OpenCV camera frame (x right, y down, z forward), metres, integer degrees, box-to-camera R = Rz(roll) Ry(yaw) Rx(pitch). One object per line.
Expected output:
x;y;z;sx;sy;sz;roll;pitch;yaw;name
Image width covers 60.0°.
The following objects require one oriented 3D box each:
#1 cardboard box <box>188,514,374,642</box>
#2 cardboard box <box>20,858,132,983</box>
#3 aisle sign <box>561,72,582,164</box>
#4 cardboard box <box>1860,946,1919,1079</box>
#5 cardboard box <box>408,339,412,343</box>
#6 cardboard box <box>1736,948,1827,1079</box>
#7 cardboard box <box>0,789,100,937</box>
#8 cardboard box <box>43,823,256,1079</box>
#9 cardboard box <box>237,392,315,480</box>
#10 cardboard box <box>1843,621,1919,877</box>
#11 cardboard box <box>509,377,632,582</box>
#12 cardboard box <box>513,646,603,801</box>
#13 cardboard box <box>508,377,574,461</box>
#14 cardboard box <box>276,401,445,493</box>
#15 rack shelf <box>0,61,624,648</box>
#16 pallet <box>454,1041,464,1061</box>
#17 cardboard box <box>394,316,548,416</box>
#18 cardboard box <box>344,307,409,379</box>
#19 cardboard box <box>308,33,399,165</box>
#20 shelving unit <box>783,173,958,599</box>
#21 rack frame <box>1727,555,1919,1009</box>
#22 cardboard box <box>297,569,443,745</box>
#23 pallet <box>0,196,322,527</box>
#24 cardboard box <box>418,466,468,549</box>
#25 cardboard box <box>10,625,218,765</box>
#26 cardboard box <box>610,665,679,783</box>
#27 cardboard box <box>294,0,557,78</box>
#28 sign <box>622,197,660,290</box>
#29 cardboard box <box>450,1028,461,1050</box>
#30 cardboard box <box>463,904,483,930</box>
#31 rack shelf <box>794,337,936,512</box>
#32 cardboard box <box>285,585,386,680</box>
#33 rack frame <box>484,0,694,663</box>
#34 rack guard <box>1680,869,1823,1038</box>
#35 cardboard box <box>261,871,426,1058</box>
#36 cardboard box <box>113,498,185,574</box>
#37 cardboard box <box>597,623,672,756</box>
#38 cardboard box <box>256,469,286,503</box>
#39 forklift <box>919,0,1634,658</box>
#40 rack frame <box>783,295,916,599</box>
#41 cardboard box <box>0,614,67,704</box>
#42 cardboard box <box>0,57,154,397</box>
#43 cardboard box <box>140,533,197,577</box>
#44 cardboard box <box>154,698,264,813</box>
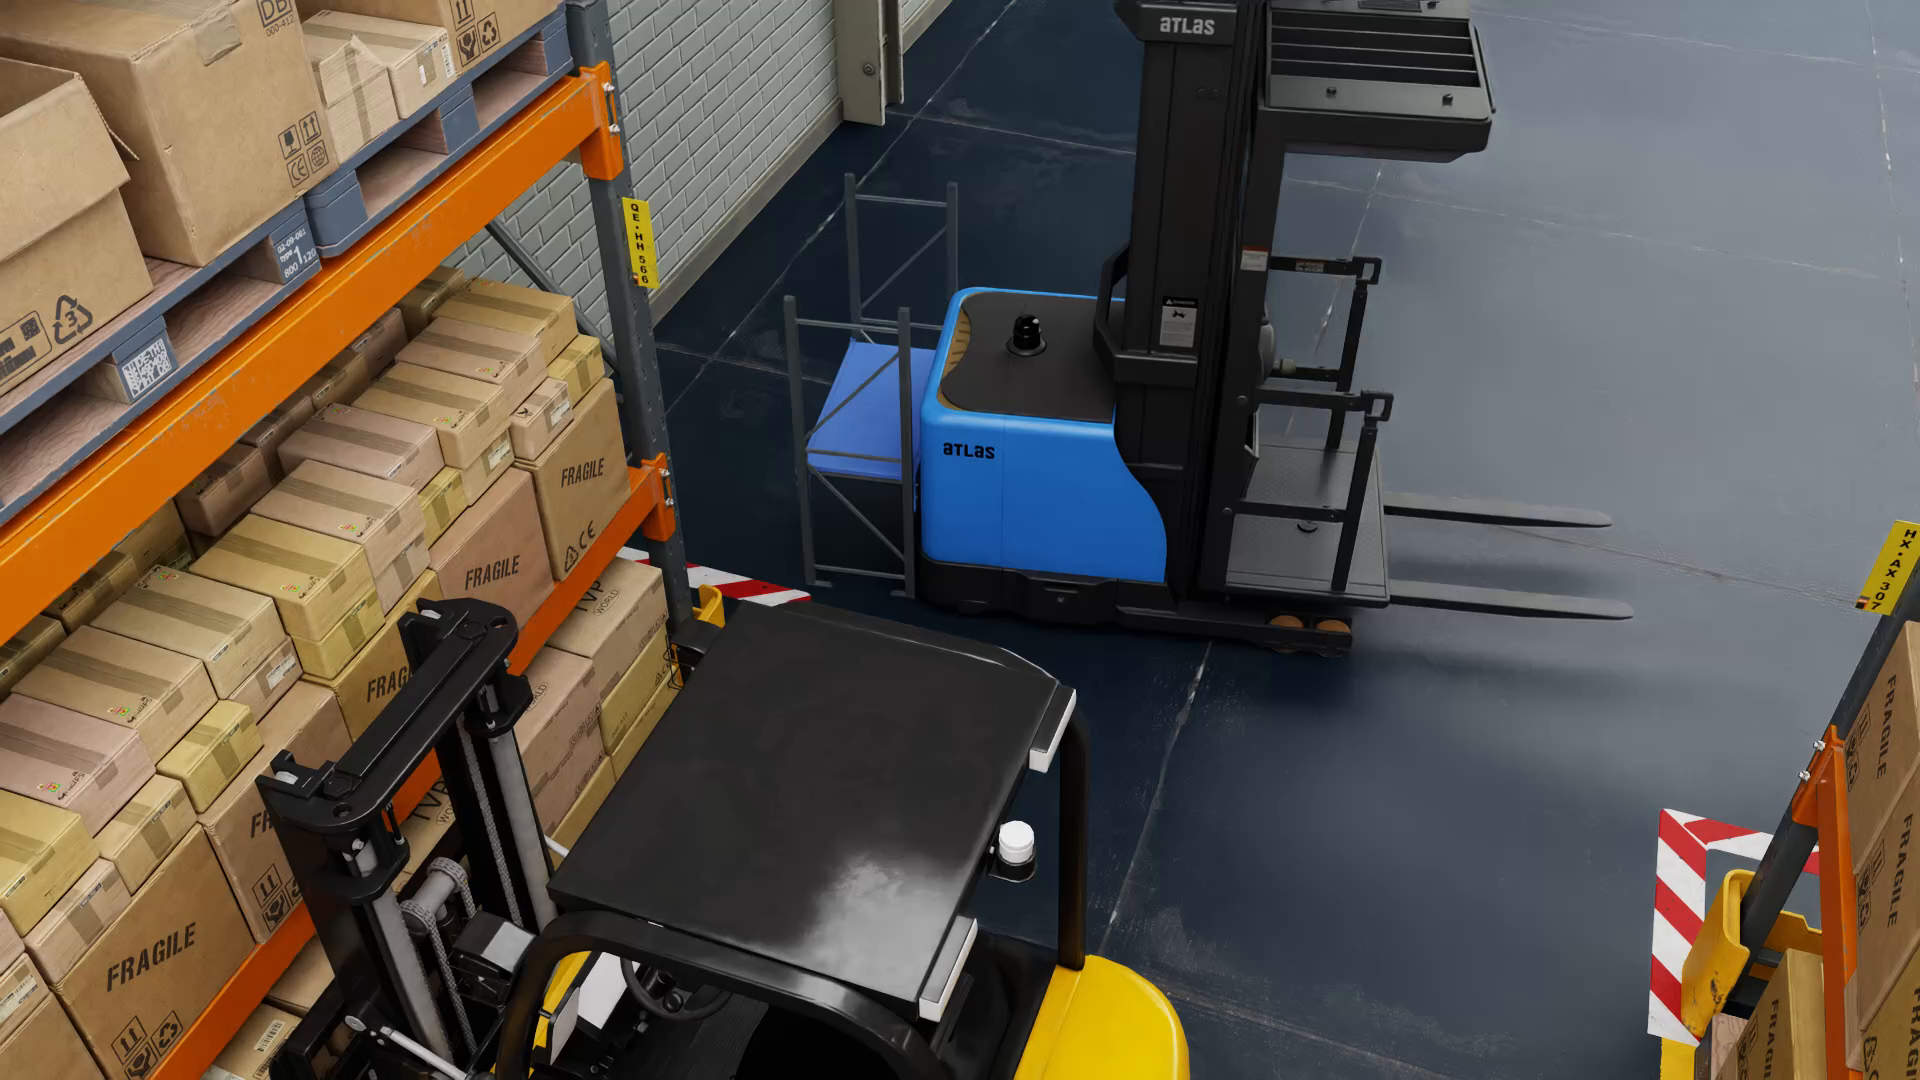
-1.821;0.099;4.471;0.380;0.149;0.250;14;42;16;cardboard box
-2.170;0.832;3.840;0.380;0.149;0.250;13;42;15;cardboard box
-1.255;-1.533;5.187;0.394;0.787;0.004;13;42;15;aisle sign
2.342;1.234;3.640;0.500;0.500;0.500;13;42;14;cardboard box
-1.914;-0.705;5.642;0.380;0.149;0.250;12;42;14;cardboard box
2.569;1.576;4.762;0.500;0.500;0.500;12;42;14;cardboard box
-2.203;0.708;3.757;0.380;0.149;0.250;13;42;14;cardboard box
-2.190;0.989;4.156;0.500;0.500;0.500;13;42;15;cardboard box
-2.166;-0.346;4.992;0.380;0.149;0.250;14;42;15;cardboard box
2.689;0.606;4.376;0.500;0.500;0.500;13;42;14;cardboard box
-1.475;-0.249;5.607;0.500;0.500;0.500;12;42;14;cardboard box
-1.587;0.599;5.715;0.500;0.250;0.500;14;42;16;cardboard box
-1.469;-0.418;5.306;0.380;0.149;0.250;14;42;16;cardboard box
-1.752;-0.244;4.872;0.380;0.149;0.250;14;42;15;cardboard box
-2.238;-0.217;3.890;1.077;0.370;4.000;13;42;15;rack shelf
-2.195;1.709;5.538;1.003;0.211;1.213;13;42;15;pallet
-1.533;-0.545;5.225;0.380;0.149;0.250;13;42;15;cardboard box
-2.019;-0.662;5.362;0.380;0.149;0.250;15;43;17;cardboard box
-1.639;-1.130;4.109;0.396;0.266;0.258;13;42;15;cardboard box
-0.351;-0.674;7.338;0.538;1.500;1.048;7;41;8;shelving unit
3.112;0.530;4.771;1.000;3.000;0.127;13;42;15;rack frame
-1.836;0.378;4.873;0.500;0.500;0.500;13;42;14;cardboard box
-2.235;-0.505;3.741;1.003;0.211;1.213;13;42;15;pallet
-1.710;-0.125;4.962;0.380;0.149;0.250;13;42;15;cardboard box
-2.099;0.384;4.136;0.380;0.149;0.250;13;42;15;cardboard box
-1.418;0.674;6.398;0.500;0.250;0.500;14;42;15;cardboard box
-1.476;-1.622;4.505;0.500;0.500;0.500;15;43;16;cardboard box
-1.049;-0.971;5.456;0.100;0.325;0.005;13;42;15;sign
-1.933;1.600;5.313;0.500;0.250;0.500;15;43;16;cardboard box
-1.765;1.116;5.494;0.500;0.250;0.500;12;42;14;cardboard box
-0.351;-0.537;7.455;0.538;0.185;1.000;7;41;8;rack shelf
-1.825;0.207;4.573;0.380;0.149;0.250;14;42;15;cardboard box
-1.554;-0.569;6.060;1.000;3.000;0.127;13;42;15;rack frame
3.086;1.527;5.528;1.175;0.500;0.348;13;42;15;rack guard
-1.931;1.217;4.991;0.500;0.250;0.500;12;42;14;cardboard box
-2.415;-0.042;4.635;0.380;0.149;0.250;12;42;14;cardboard box
-1.427;0.493;6.225;0.500;0.250;0.500;13;42;15;cardboard box
-2.180;-0.237;5.094;0.380;0.149;0.250;12;42;14;cardboard box
1.382;-0.982;6.596;3.031;2.935;1.130;5;41;6;forklift
-0.444;-0.350;6.958;0.500;1.500;0.032;7;41;8;rack frame
-2.512;0.289;4.248;0.380;0.149;0.250;14;43;16;cardboard box
-2.156;-0.673;3.390;0.797;0.503;0.637;15;43;16;cardboard box
-2.420;0.064;4.741;0.380;0.149;0.250;15;43;17;cardboard box
-2.018;0.511;4.217;0.380;0.149;0.250;12;42;14;cardboard box
